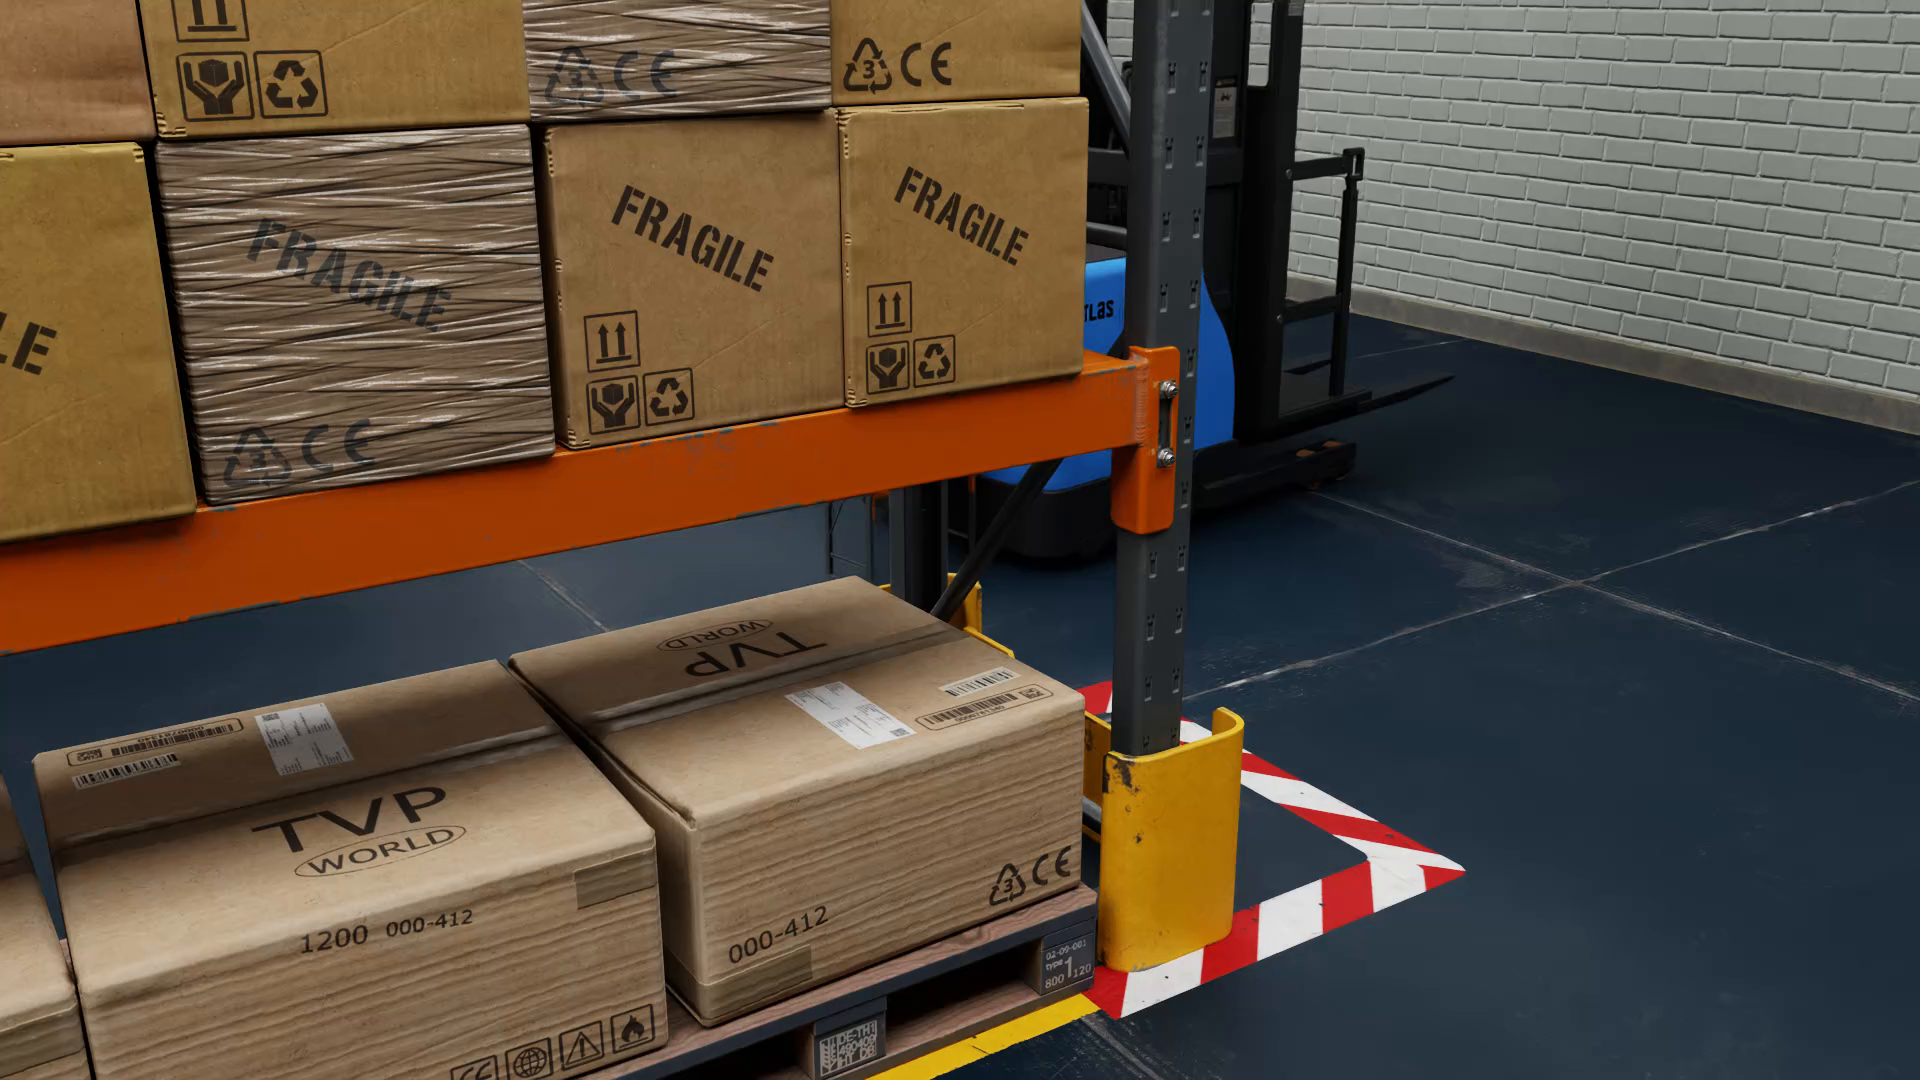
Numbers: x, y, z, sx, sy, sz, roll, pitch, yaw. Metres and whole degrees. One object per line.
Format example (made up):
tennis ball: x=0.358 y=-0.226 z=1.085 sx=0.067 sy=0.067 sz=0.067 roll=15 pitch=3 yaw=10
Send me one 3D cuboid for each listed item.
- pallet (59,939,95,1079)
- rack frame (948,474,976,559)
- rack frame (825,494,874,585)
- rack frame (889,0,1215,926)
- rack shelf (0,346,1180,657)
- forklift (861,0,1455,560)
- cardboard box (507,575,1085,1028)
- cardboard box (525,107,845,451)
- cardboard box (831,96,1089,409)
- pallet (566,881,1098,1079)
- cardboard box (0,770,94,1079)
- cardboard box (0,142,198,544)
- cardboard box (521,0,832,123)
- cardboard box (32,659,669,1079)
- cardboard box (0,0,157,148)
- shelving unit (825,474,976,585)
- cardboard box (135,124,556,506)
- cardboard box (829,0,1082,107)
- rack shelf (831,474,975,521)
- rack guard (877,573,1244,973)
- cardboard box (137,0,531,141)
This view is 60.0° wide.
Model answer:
pallet: x=-1.498 y=1.019 z=2.900 sx=1.213 sy=0.211 sz=1.003 roll=-12 pitch=22 yaw=-31
rack frame: x=-0.032 y=-0.522 z=5.916 sx=0.015 sy=1.200 sz=0.240 roll=-17 pitch=25 yaw=-41
rack frame: x=-0.382 y=-0.414 z=5.595 sx=0.015 sy=1.200 sz=0.240 roll=-17 pitch=25 yaw=-41
rack frame: x=0.144 y=-0.677 z=3.563 sx=0.127 sy=3.000 sz=1.000 roll=-12 pitch=22 yaw=-31
rack shelf: x=-1.526 y=0.016 z=2.637 sx=4.000 sy=0.370 sz=1.077 roll=-12 pitch=22 yaw=-31
forklift: x=1.024 y=-1.700 z=6.698 sx=3.031 sy=2.935 sz=1.130 roll=-17 pitch=25 yaw=-41
cardboard box: x=-0.352 y=0.481 z=3.484 sx=0.875 sy=0.438 sz=0.875 roll=-13 pitch=23 yaw=-33
cardboard box: x=-0.540 y=-0.484 z=2.837 sx=0.500 sy=0.500 sz=0.500 roll=-12 pitch=22 yaw=-33
cardboard box: x=-0.113 y=-0.569 z=3.087 sx=0.500 sy=0.500 sz=0.500 roll=-12 pitch=22 yaw=-31
pallet: x=-0.480 y=0.806 z=3.532 sx=1.213 sy=0.211 sz=1.003 roll=-12 pitch=22 yaw=-31
cardboard box: x=-1.866 y=0.803 z=2.532 sx=0.875 sy=0.438 sz=0.875 roll=-13 pitch=22 yaw=-33
cardboard box: x=-1.389 y=-0.296 z=2.282 sx=0.500 sy=0.500 sz=0.500 roll=-11 pitch=22 yaw=-30
cardboard box: x=-0.548 y=-0.949 z=2.652 sx=0.500 sy=0.500 sz=0.500 roll=-12 pitch=22 yaw=-31
cardboard box: x=-1.112 y=0.644 z=3.000 sx=0.875 sy=0.438 sz=0.875 roll=-11 pitch=22 yaw=-30
cardboard box: x=-1.383 y=-0.775 z=2.137 sx=0.500 sy=0.500 sz=0.500 roll=-12 pitch=22 yaw=-32
shelving unit: x=-0.207 y=-0.468 z=5.755 sx=0.503 sy=1.200 sz=0.258 roll=-17 pitch=25 yaw=-41
cardboard box: x=-0.965 y=-0.391 z=2.561 sx=0.500 sy=0.500 sz=0.500 roll=-11 pitch=22 yaw=-30
cardboard box: x=-0.127 y=-1.049 z=2.948 sx=0.500 sy=0.500 sz=0.500 roll=-11 pitch=22 yaw=-30
rack shelf: x=-0.207 y=-0.216 z=5.840 sx=0.480 sy=0.148 sz=0.258 roll=-17 pitch=25 yaw=-41
rack guard: x=0.164 y=0.503 z=3.976 sx=0.348 sy=0.500 sz=1.175 roll=-12 pitch=22 yaw=-31
cardboard box: x=-0.962 y=-0.863 z=2.397 sx=0.500 sy=0.500 sz=0.500 roll=-12 pitch=22 yaw=-32
